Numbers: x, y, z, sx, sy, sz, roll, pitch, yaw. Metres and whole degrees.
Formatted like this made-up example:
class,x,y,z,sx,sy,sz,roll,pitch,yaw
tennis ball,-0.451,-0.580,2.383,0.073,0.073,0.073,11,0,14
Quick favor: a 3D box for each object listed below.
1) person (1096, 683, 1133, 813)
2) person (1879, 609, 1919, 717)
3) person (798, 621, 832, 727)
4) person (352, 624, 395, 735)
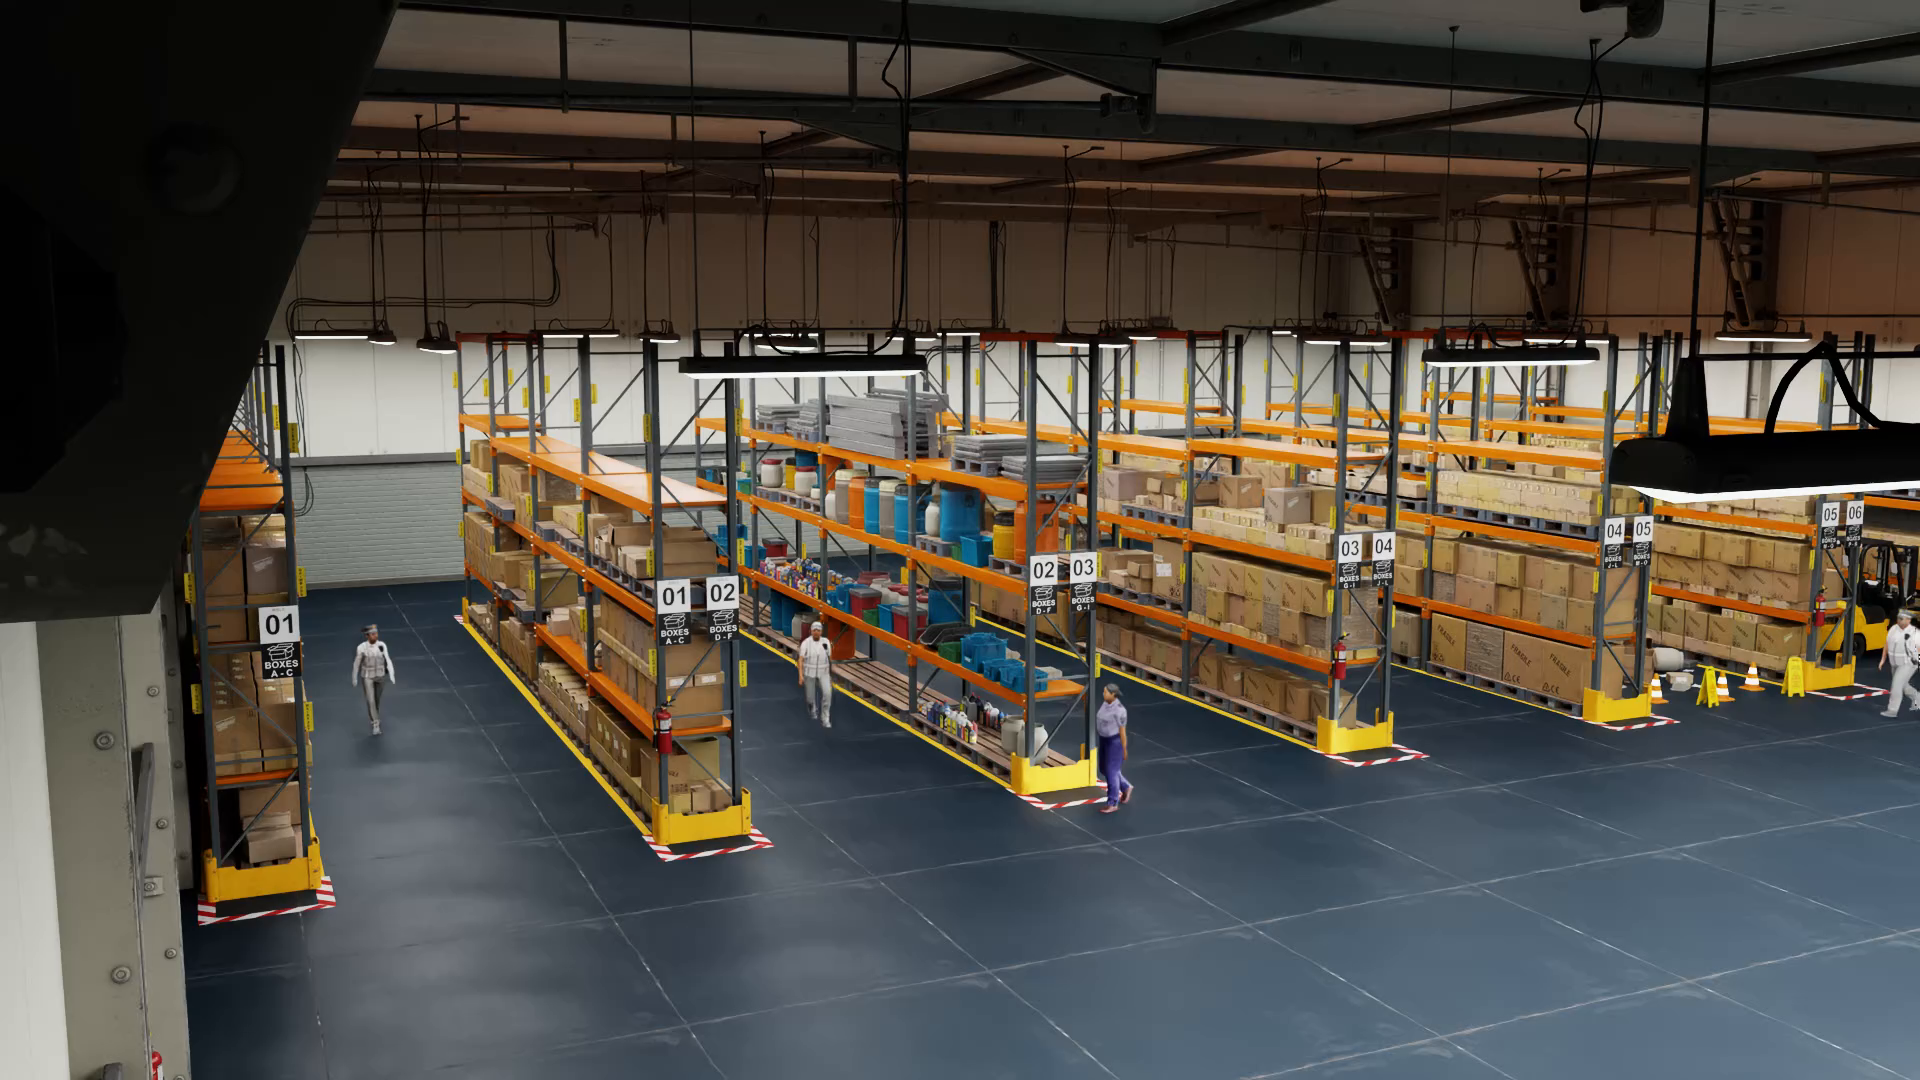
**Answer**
class,x,y,z,sx,sy,sz,roll,pitch,yaw
person,1.995,2.651,21.408,0.646,1.640,0.466,-3,8,-23
person,14.989,1.930,26.386,1.058,1.706,0.581,-3,8,-19
person,-2.148,1.978,24.729,0.515,1.536,1.004,-1,8,-7
person,-8.962,2.081,25.417,0.568,1.621,1.040,-5,9,-33
